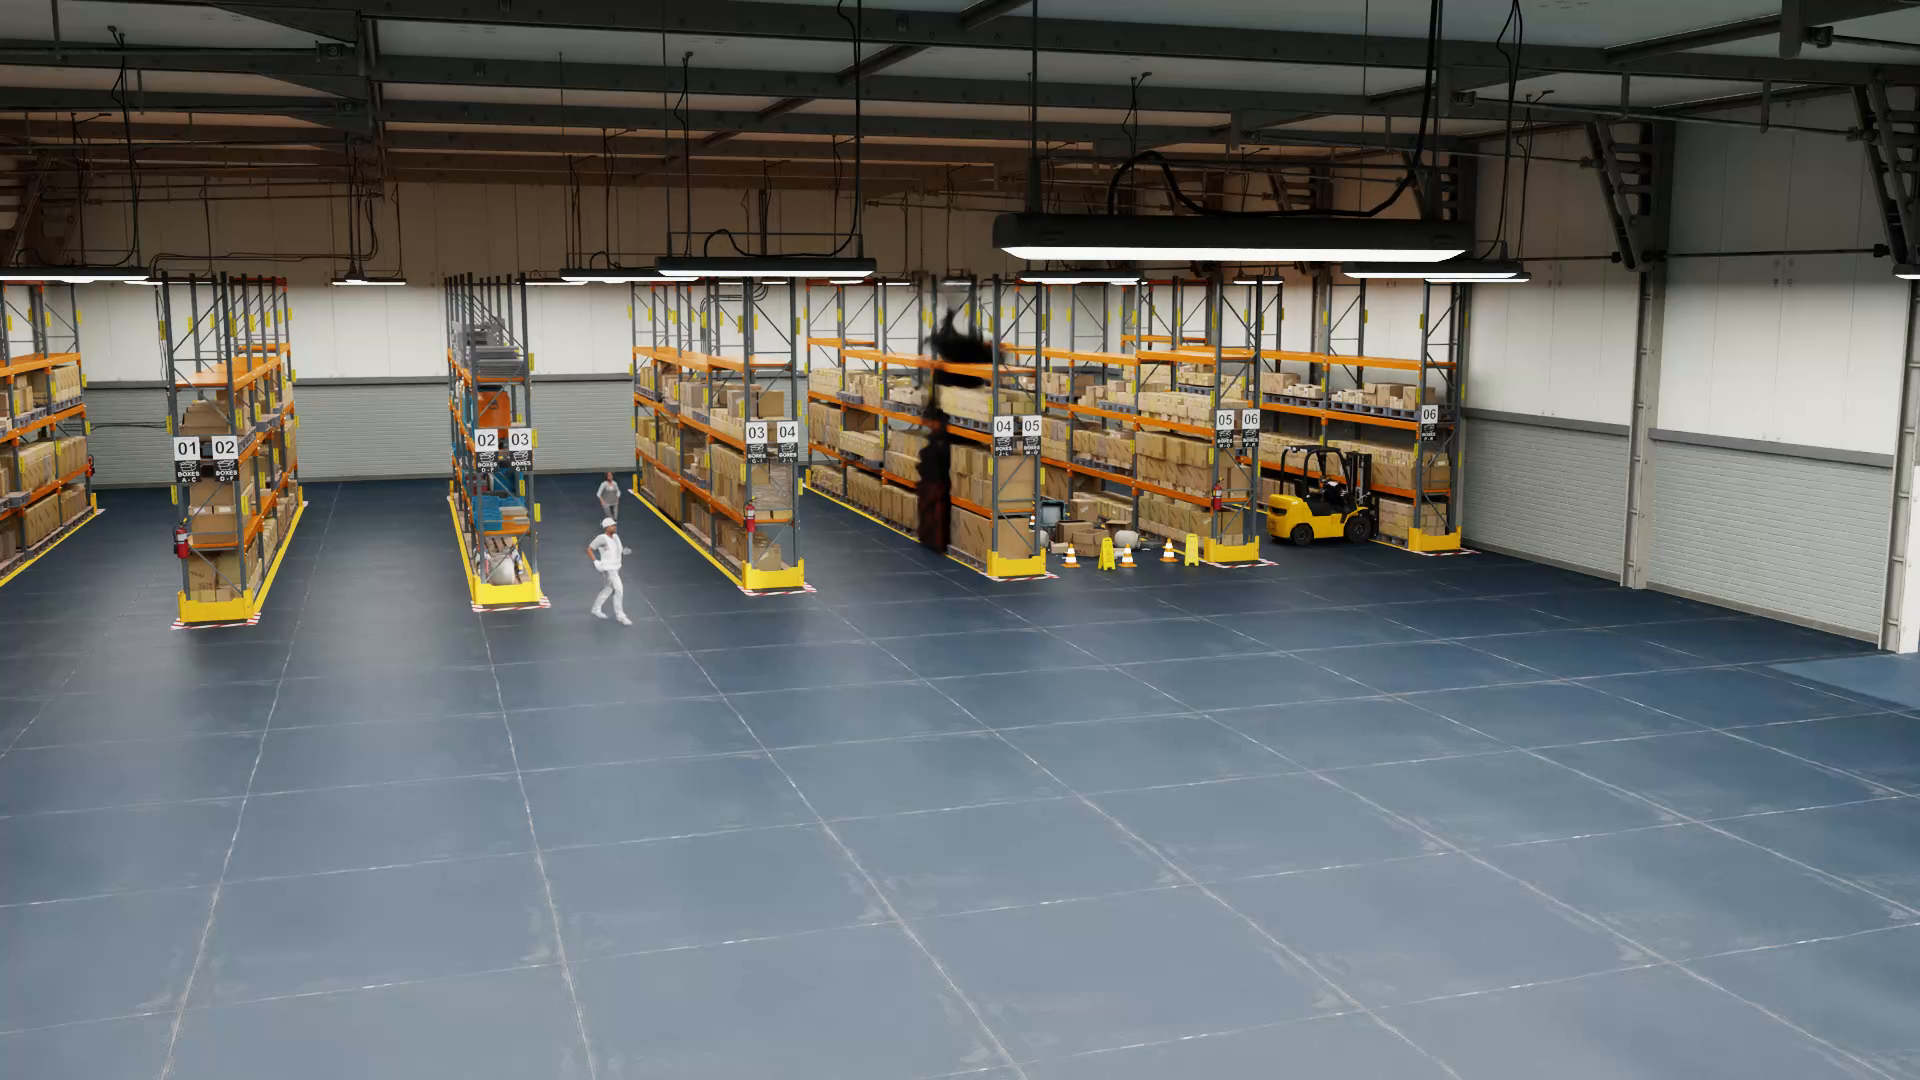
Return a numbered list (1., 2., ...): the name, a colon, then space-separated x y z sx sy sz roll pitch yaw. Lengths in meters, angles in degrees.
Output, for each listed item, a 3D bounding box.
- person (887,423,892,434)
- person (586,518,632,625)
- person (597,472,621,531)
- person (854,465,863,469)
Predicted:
1. person: -2.120 -2.715 50.597 0.887 1.668 0.587 -2 9 -12
2. person: -6.020 0.529 28.585 0.842 1.831 0.674 2 9 13
3. person: -8.065 -0.800 38.299 0.537 1.560 0.549 -5 10 -30
4. person: -3.062 -2.614 49.729 0.547 1.698 0.683 6 11 36
